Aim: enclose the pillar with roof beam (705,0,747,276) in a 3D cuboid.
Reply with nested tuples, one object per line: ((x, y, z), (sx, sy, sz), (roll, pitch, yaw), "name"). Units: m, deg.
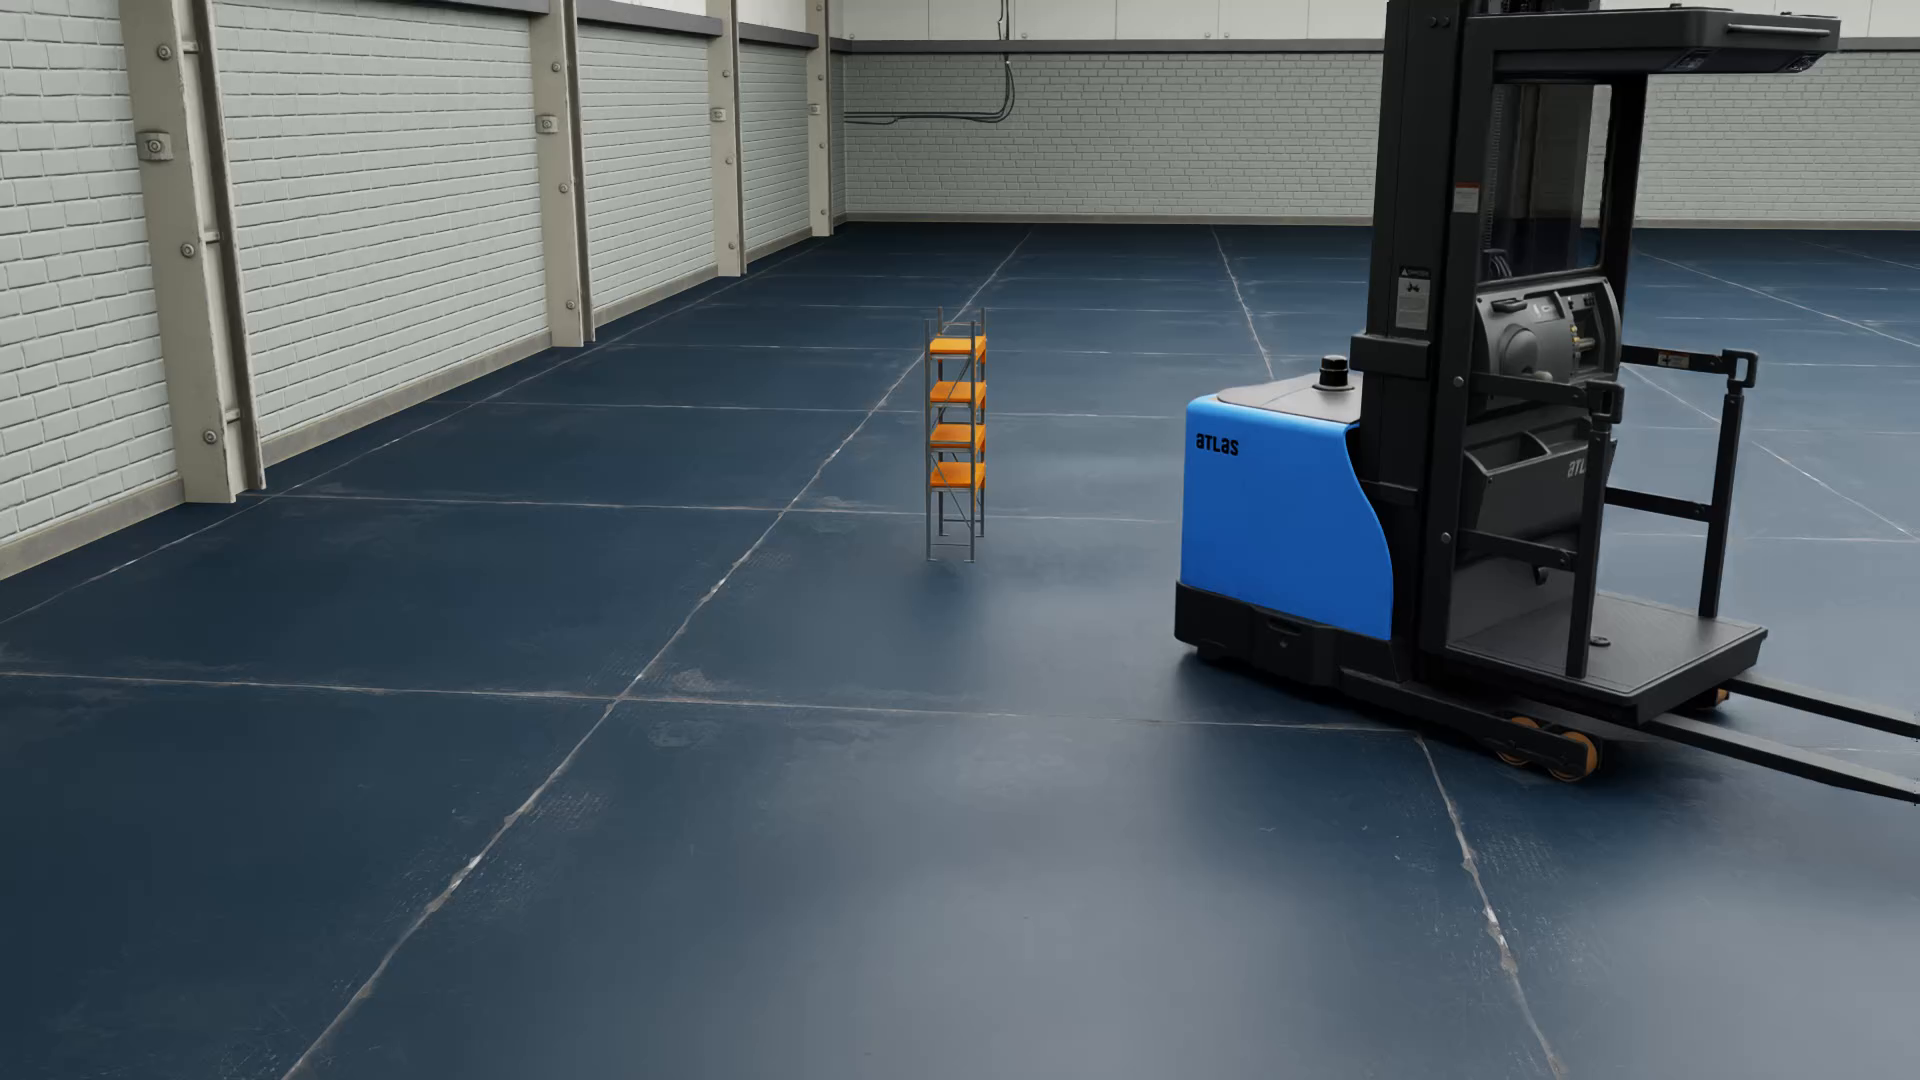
((1.366, -7.594, 19.505), (9.100, 9.000, 0.400), (2, 15, 6), "pillar with roof beam")

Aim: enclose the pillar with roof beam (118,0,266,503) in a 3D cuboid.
((0.012, -4.481, 7.995), (9.100, 9.000, 0.400), (2, 15, 6), "pillar with roof beam")

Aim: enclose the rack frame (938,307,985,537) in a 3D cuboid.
((0.009, -0.600, 8.581), (0.240, 1.200, 0.015), (2, 15, 6), "rack frame")

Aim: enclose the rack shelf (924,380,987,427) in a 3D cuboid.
((-0.019, -0.687, 8.306), (0.258, 0.148, 0.480), (2, 15, 6), "rack shelf")

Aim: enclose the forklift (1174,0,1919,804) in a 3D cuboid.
((2.253, -0.745, 5.803), (1.130, 2.935, 3.031), (-13, 20, -40), "forklift")

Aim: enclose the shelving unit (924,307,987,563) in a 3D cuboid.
((-0.019, -0.536, 8.347), (0.258, 1.200, 0.503), (2, 15, 6), "shelving unit")

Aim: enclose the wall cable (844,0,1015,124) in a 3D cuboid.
((-0.588, -8.503, 28.816), (3.097, 2.526, 0.112), (2, 15, 6), "wall cable")

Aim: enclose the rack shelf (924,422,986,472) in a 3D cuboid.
((-0.019, -0.471, 8.364), (0.258, 0.148, 0.480), (2, 15, 6), "rack shelf")

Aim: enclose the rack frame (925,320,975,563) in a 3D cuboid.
((-0.046, -0.473, 8.113), (0.240, 1.200, 0.015), (2, 15, 6), "rack frame")

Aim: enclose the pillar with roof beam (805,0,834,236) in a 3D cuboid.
((2.043, -9.150, 25.260), (9.100, 9.000, 0.400), (2, 15, 6), "pillar with roof beam")

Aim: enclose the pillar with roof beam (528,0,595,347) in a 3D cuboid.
((0.689, -6.037, 13.750), (9.100, 9.000, 0.400), (2, 15, 6), "pillar with roof beam")

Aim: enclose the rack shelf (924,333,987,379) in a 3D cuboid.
((-0.019, -0.916, 8.244), (0.258, 0.148, 0.480), (2, 15, 6), "rack shelf")

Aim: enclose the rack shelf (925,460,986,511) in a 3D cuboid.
((-0.019, -0.280, 8.416), (0.258, 0.148, 0.480), (2, 15, 6), "rack shelf")
